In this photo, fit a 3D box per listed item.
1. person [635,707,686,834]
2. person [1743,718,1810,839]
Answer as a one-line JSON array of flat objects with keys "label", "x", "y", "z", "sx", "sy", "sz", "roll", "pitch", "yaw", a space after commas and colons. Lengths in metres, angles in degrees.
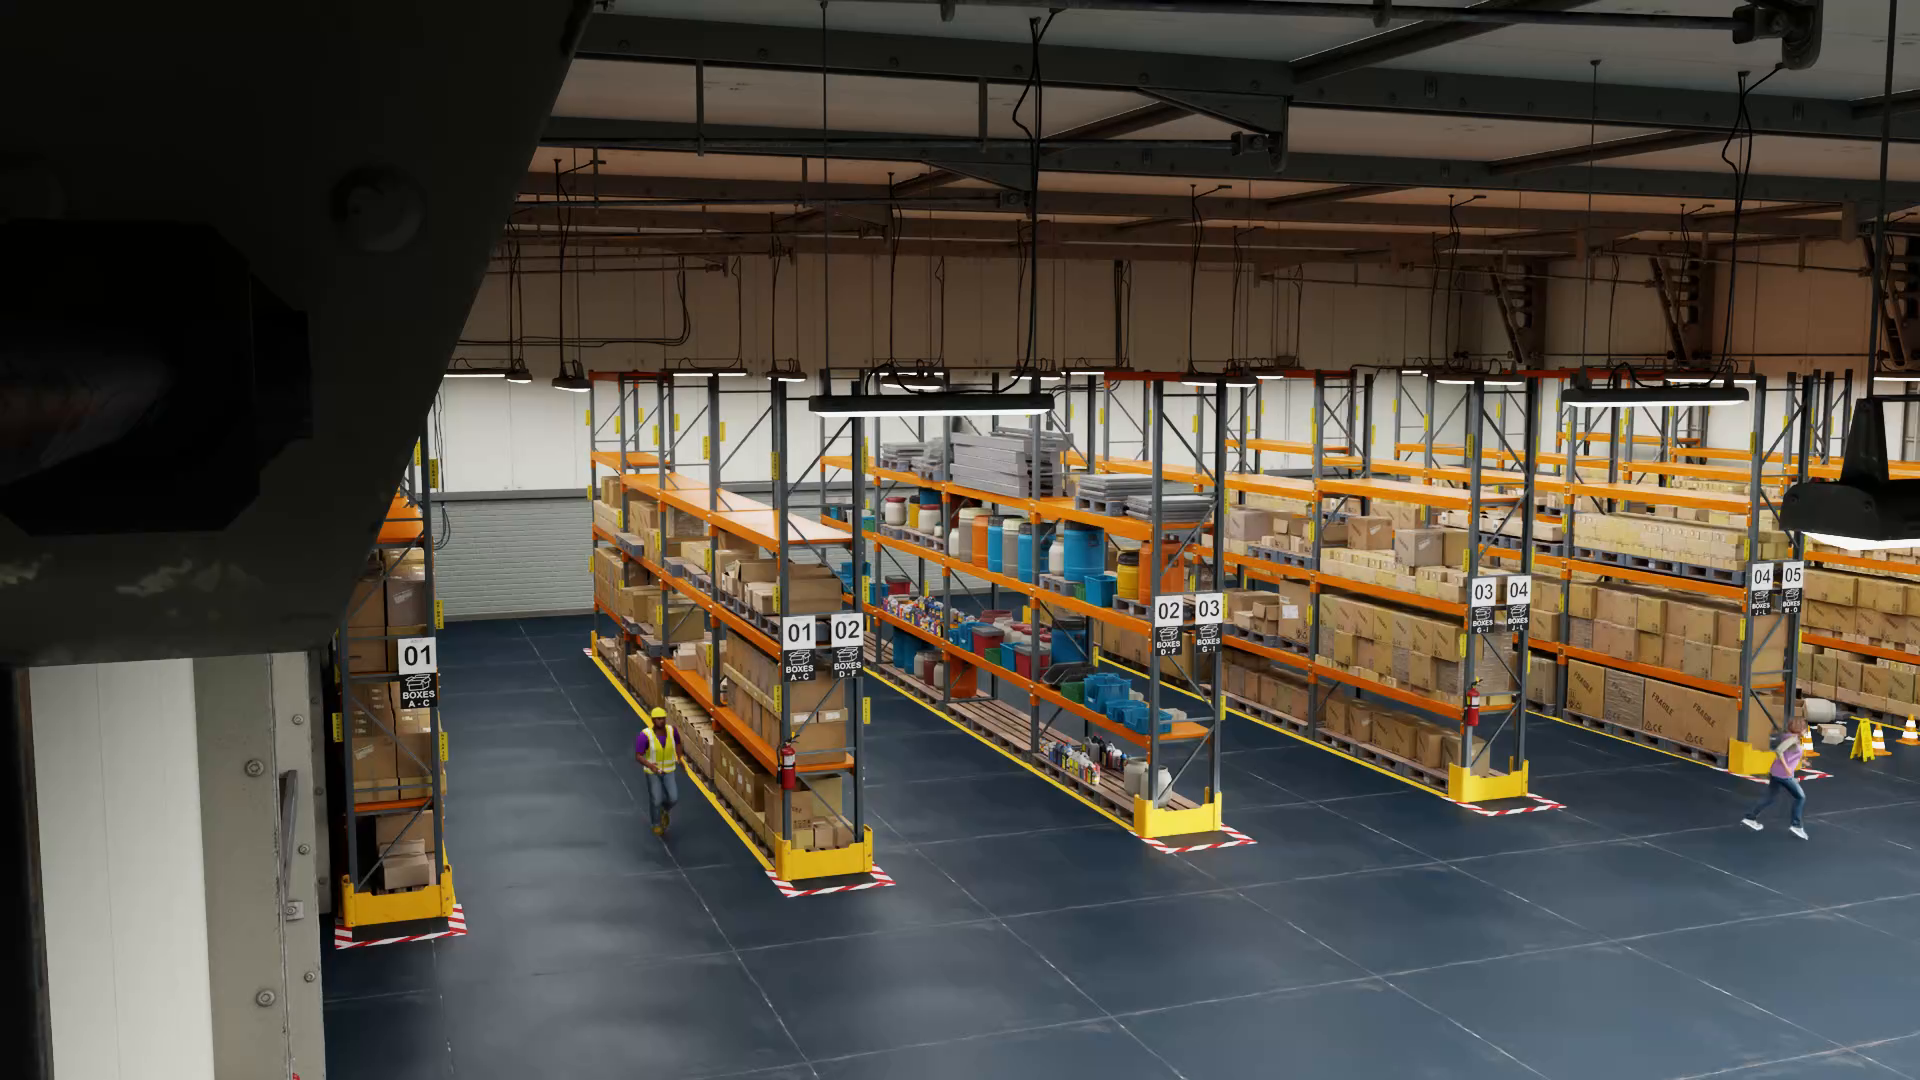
[{"label": "person", "x": -3.914, "y": 3.040, "z": 21.842, "sx": 0.688, "sy": 1.714, "sz": 0.639, "roll": -3, "pitch": 7, "yaw": -28}, {"label": "person", "x": 10.750, "y": 3.123, "z": 21.839, "sx": 0.802, "sy": 1.599, "sz": 0.550, "roll": 2, "pitch": 7, "yaw": 16}]
